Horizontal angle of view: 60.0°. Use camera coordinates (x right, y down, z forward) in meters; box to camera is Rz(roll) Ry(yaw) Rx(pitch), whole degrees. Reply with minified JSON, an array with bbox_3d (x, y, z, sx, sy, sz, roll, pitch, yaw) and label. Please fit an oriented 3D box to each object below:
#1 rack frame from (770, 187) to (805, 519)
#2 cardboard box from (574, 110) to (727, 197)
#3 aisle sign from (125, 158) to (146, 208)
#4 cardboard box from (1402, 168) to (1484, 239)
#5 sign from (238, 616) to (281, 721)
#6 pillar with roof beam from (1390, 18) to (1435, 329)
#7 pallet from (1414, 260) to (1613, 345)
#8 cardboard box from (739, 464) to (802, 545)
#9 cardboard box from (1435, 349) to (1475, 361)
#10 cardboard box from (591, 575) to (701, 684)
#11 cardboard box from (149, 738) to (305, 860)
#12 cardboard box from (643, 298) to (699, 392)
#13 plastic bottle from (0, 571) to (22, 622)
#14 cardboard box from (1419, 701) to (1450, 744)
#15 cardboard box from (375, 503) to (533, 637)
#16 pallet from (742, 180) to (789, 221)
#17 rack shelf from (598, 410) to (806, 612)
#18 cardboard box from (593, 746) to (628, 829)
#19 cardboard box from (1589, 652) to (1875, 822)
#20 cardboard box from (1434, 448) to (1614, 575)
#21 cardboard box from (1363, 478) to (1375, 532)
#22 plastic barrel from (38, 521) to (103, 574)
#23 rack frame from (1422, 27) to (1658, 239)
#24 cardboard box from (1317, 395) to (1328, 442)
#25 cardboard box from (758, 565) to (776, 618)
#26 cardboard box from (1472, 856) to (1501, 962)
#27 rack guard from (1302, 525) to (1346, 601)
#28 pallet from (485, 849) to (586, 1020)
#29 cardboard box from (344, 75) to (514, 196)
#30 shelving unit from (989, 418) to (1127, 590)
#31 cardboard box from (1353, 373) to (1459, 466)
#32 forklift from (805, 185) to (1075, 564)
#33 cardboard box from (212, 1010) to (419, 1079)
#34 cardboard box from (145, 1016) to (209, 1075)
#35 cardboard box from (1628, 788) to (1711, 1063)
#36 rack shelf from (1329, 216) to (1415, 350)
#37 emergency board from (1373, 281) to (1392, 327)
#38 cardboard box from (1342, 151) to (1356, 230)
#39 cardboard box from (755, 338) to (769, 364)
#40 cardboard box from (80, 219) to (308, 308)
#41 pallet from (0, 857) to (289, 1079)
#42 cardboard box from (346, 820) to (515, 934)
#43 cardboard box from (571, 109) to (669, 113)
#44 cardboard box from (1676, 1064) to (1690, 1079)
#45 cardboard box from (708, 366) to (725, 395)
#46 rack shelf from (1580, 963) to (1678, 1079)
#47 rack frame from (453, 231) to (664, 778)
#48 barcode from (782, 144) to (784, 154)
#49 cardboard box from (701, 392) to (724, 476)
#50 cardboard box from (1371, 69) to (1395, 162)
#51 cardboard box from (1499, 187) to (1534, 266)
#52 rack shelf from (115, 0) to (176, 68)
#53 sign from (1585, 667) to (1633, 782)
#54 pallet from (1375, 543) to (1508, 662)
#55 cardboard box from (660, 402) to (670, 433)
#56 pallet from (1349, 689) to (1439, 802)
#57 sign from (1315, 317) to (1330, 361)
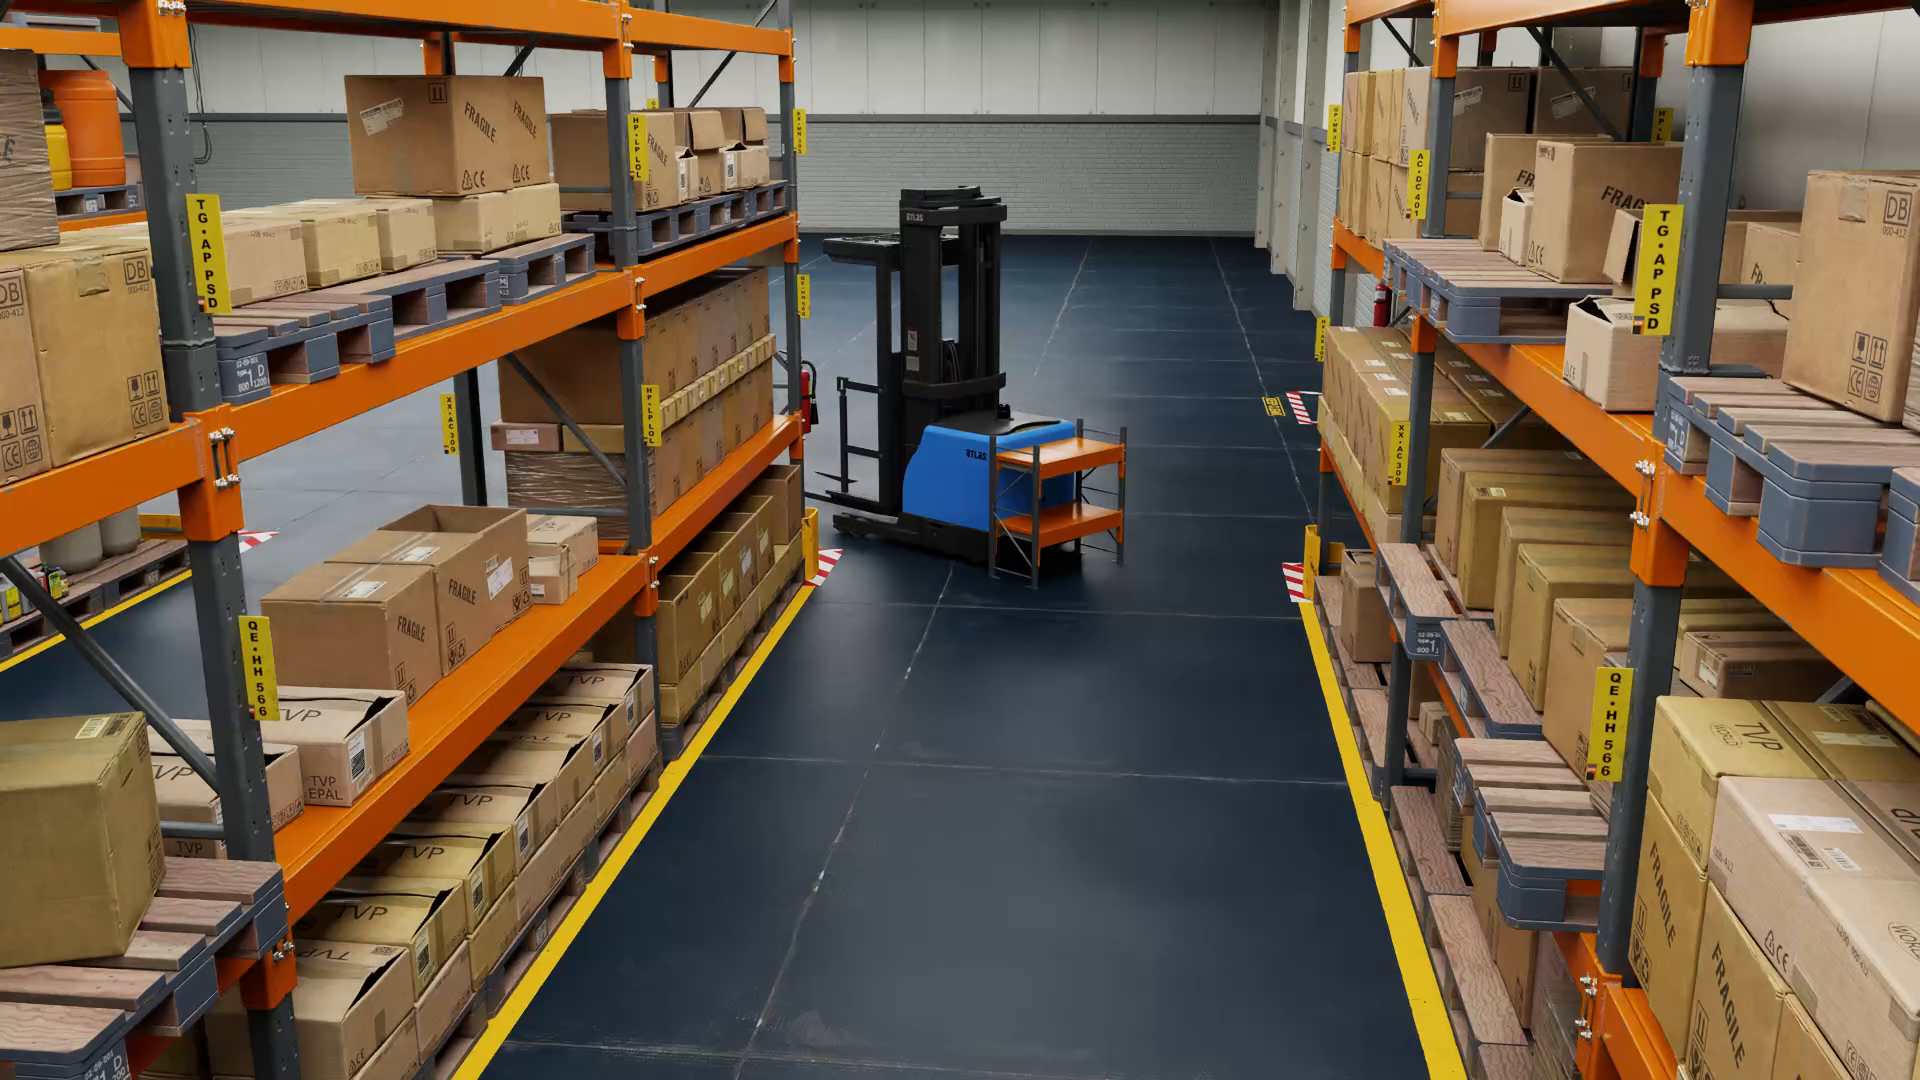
[{"bbox_3d":[-1.719,-1.185,12.799,1.000,3.000,0.127,2,15,6],"label":"rack frame"},{"bbox_3d":[-1.860,-2.339,10.050,0.797,0.503,0.637,3,16,12],"label":"cardboard box"},{"bbox_3d":[-6.337,-2.597,13.039,0.394,0.787,0.004,2,15,6],"label":"aisle sign"},{"bbox_3d":[2.563,-1.648,8.533,0.500,0.500,0.500,2,15,8],"label":"cardboard box"},{"bbox_3d":[-2.082,0.382,4.935,0.100,0.325,0.005,2,15,6],"label":"sign"},{"bbox_3d":[0.383,-5.412,16.938,9.100,9.000,0.400,2,15,6],"label":"pillar with roof beam"},{"bbox_3d":[2.462,-0.934,6.483,1.213,0.211,1.003,2,15,6],"label":"pallet"},{"bbox_3d":[-1.484,-0.275,12.458,0.500,0.500,0.500,2,15,6],"label":"cardboard box"},{"bbox_3d":[3.240,-0.947,10.728,0.500,0.500,0.500,1,15,5],"label":"cardboard box"},{"bbox_3d":[-1.807,0.504,9.579,0.500,0.500,0.500,2,15,6],"label":"cardboard box"},{"bbox_3d":[-2.538,0.840,5.481,0.500,0.311,0.500,3,15,10],"label":"cardboard box"},{"bbox_3d":[-2.014,-1.199,10.171,0.700,0.500,0.500,2,15,6],"label":"cardboard box"},{"bbox_3d":[-6.498,0.367,11.290,0.144,0.351,0.185,2,15,9],"label":"plastic bottle"},{"bbox_3d":[2.782,1.013,9.255,0.380,0.166,0.250,0,15,-1],"label":"cardboard box"},{"bbox_3d":[-2.333,0.139,7.709,0.500,0.500,0.500,3,15,10],"label":"cardboard box"},{"bbox_3d":[-1.825,-2.408,11.743,1.003,0.211,1.213,2,15,6],"label":"pallet"},{"bbox_3d":[-1.945,-0.319,10.974,1.077,0.370,4.000,2,15,6],"label":"rack shelf"},{"bbox_3d":[-1.988,1.224,8.352,0.500,0.250,0.500,1,15,5],"label":"cardboard box"},{"bbox_3d":[2.343,0.652,4.971,0.700,0.500,0.500,0,15,0],"label":"cardboard box"},{"bbox_3d":[2.660,-0.132,7.871,0.700,0.500,0.500,2,15,6],"label":"cardboard box"},{"bbox_3d":[2.568,-0.201,9.407,0.500,0.250,0.500,2,15,7],"label":"cardboard box"},{"bbox_3d":[-6.696,-0.031,12.491,0.421,0.512,0.421,0,15,0],"label":"plastic barrel"},{"bbox_3d":[2.752,-2.899,7.643,1.000,3.000,0.127,2,15,6],"label":"rack frame"},{"bbox_3d":[2.832,-0.860,11.846,0.500,0.250,0.500,1,15,5],"label":"cardboard box"},{"bbox_3d":[-1.586,0.347,11.596,0.500,0.250,0.500,2,15,6],"label":"cardboard box"},{"bbox_3d":[2.579,1.449,7.001,0.700,0.500,0.500,2,15,7],"label":"cardboard box"},{"bbox_3d":[3.194,0.186,12.516,1.175,0.500,0.348,2,15,6],"label":"rack guard"},{"bbox_3d":[-2.350,1.708,7.442,1.003,0.211,1.213,2,15,6],"label":"pallet"},{"bbox_3d":[-2.321,-1.781,7.301,0.500,0.500,0.500,3,15,12],"label":"cardboard box"},{"bbox_3d":[0.774,-0.306,13.136,1.048,1.125,0.538,-15,21,-43],"label":"shelving unit"},{"bbox_3d":[2.616,-0.694,9.793,0.500,0.500,0.500,1,15,5],"label":"cardboard box"},{"bbox_3d":[-0.459,-1.527,14.194,3.031,2.935,1.130,14,20,41],"label":"forklift"},{"bbox_3d":[-2.271,1.887,5.900,0.500,0.250,0.500,2,15,6],"label":"cardboard box"},{"bbox_3d":[-2.808,1.600,5.886,0.500,0.311,0.500,2,15,8],"label":"cardboard box"},{"bbox_3d":[1.991,0.952,4.097,0.500,0.500,0.500,2,15,8],"label":"cardboard box"},{"bbox_3d":[2.977,-1.622,10.047,1.077,0.370,4.000,2,15,6],"label":"rack shelf"},{"bbox_3d":[4.977,-3.029,19.618,0.194,1.169,0.643,2,15,6],"label":"emergency board"},{"bbox_3d":[2.821,-2.329,11.051,0.500,0.500,0.500,3,15,10],"label":"cardboard box"},{"bbox_3d":[-1.601,-1.374,12.063,0.380,0.149,0.250,2,15,8],"label":"cardboard box"},{"bbox_3d":[-2.586,-0.944,5.645,0.500,0.250,0.500,2,15,8],"label":"cardboard box"},{"bbox_3d":[-2.629,1.160,4.493,1.213,0.211,1.003,2,15,6],"label":"pallet"},{"bbox_3d":[-2.161,1.348,6.820,0.500,0.311,0.500,1,15,5],"label":"cardboard box"},{"bbox_3d":[-2.178,-2.529,10.758,0.500,0.500,0.500,2,15,6],"label":"cardboard box"},{"bbox_3d":[1.882,1.356,3.843,0.380,0.149,0.250,2,15,8],"label":"cardboard box"},{"bbox_3d":[-1.746,-1.040,10.826,0.380,0.149,0.250,1,15,5],"label":"cardboard box"},{"bbox_3d":[2.075,1.901,2.765,1.077,0.370,4.000,2,15,6],"label":"rack shelf"},{"bbox_3d":[-2.171,-0.148,8.962,1.000,3.000,0.127,2,15,6],"label":"rack frame"},{"bbox_3d":[-1.274,-2.821,11.989,0.001,0.075,0.075,2,15,6],"label":"barcode"},{"bbox_3d":[-1.957,-0.711,10.854,0.700,0.500,0.500,2,15,8],"label":"cardboard box"},{"bbox_3d":[2.639,-2.408,9.427,0.500,0.500,0.500,1,15,4],"label":"cardboard box"},{"bbox_3d":[2.541,-1.311,6.885,0.500,0.311,0.500,2,15,8],"label":"cardboard box"},{"bbox_3d":[-2.848,-0.947,2.570,1.077,0.370,4.000,2,15,6],"label":"rack shelf"},{"bbox_3d":[1.760,0.500,4.499,0.100,0.325,0.005,2,15,6],"label":"sign"},{"bbox_3d":[2.521,0.284,7.734,1.003,0.211,1.213,2,15,6],"label":"pallet"},{"bbox_3d":[-1.892,-0.705,9.590,0.380,0.149,0.250,1,15,5],"label":"cardboard box"},{"bbox_3d":[2.792,1.168,9.438,1.003,0.211,1.213,2,15,6],"label":"pallet"},{"bbox_3d":[2.664,-1.474,12.209,0.100,0.325,0.005,2,15,6],"label":"sign"}]
